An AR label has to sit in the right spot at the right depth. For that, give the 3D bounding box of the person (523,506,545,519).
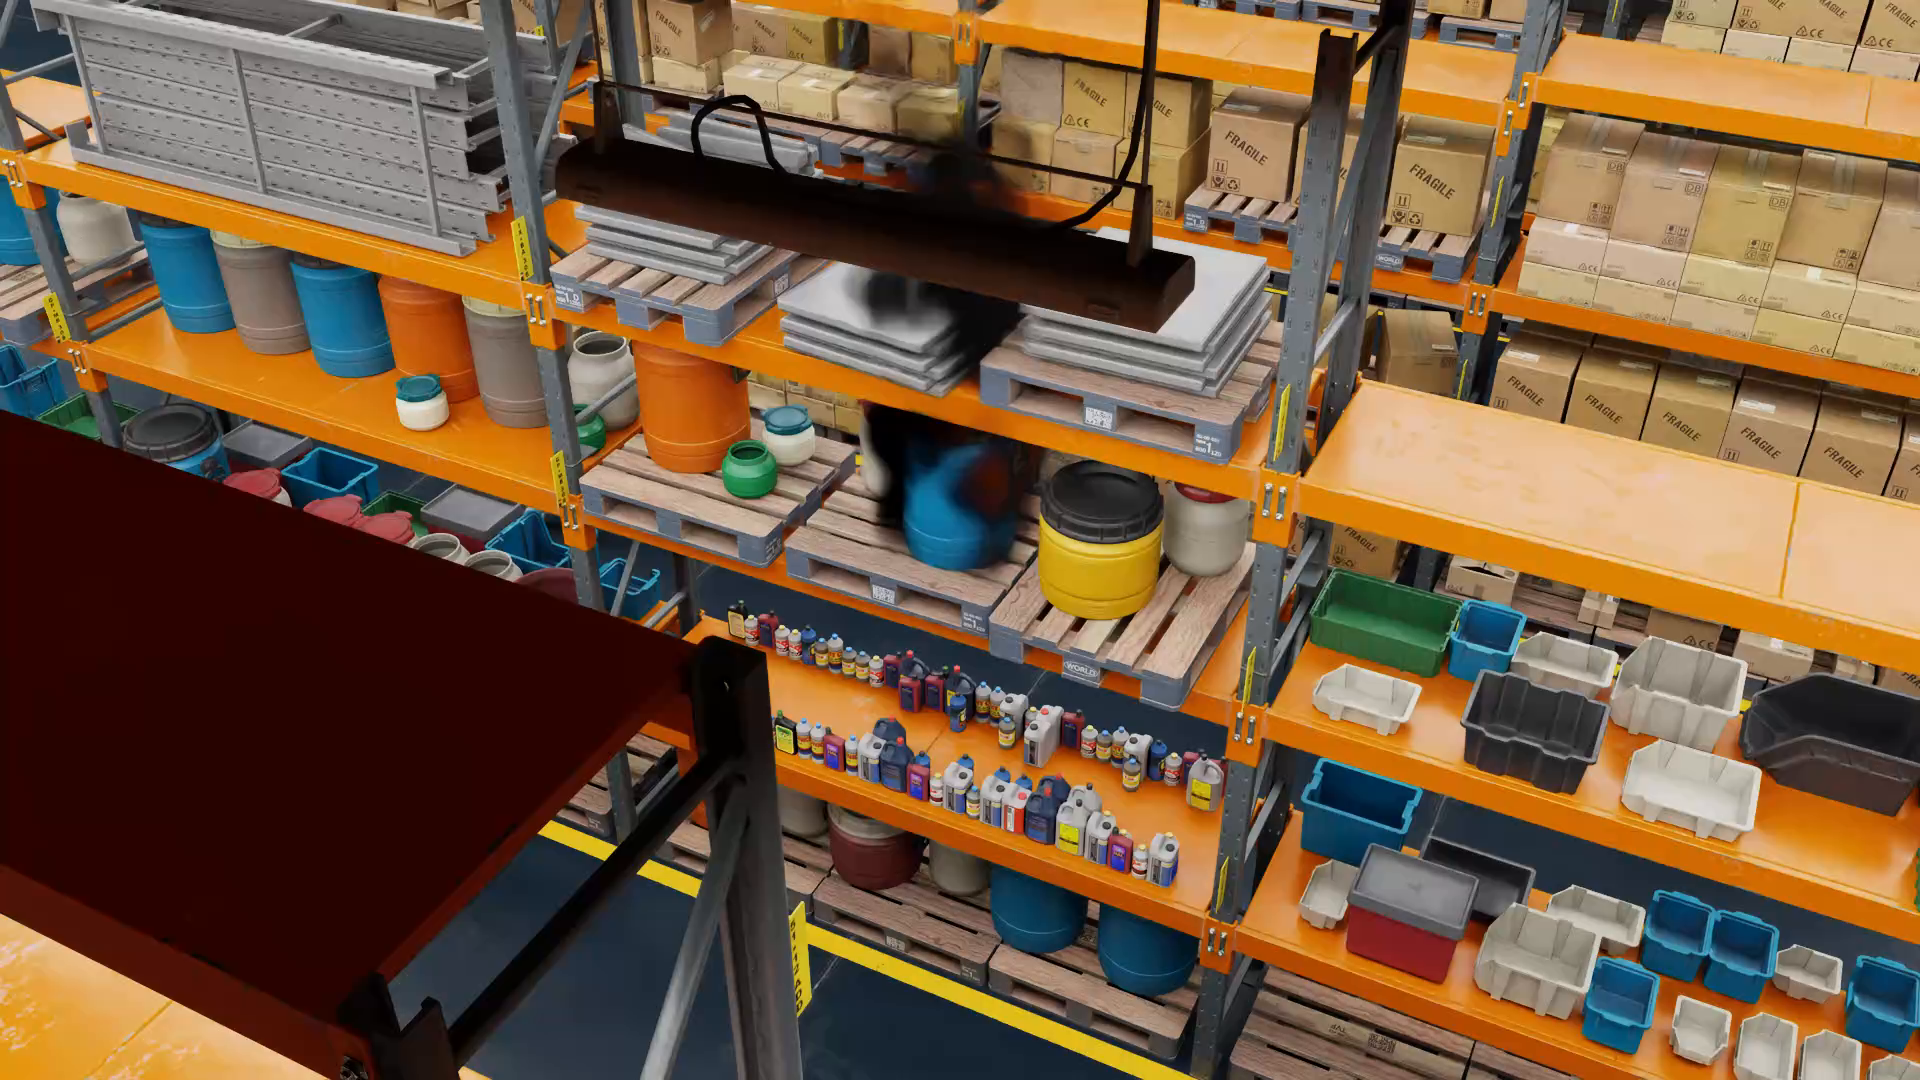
[{"bbox_3d":[-3.440,-0.845,13.548,0.760,1.755,0.657,11,37,15],"label":"person"}]
